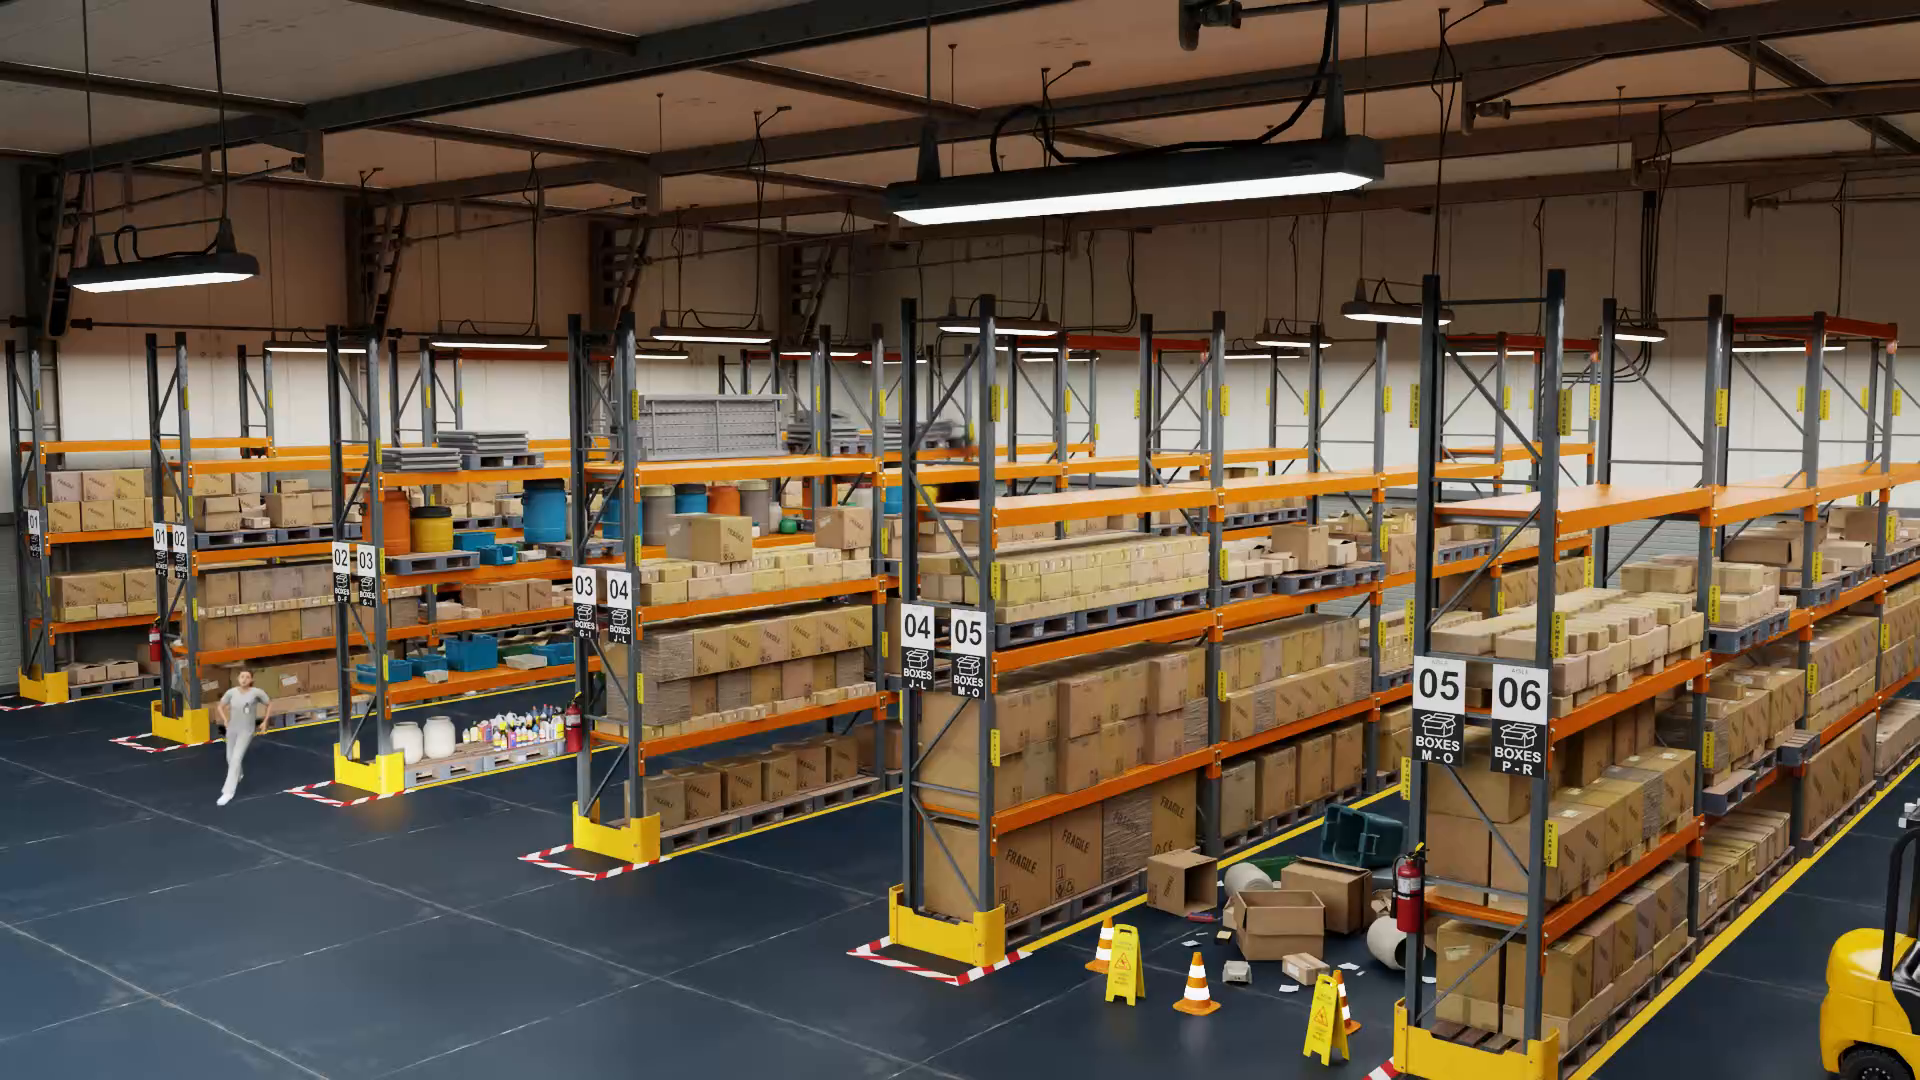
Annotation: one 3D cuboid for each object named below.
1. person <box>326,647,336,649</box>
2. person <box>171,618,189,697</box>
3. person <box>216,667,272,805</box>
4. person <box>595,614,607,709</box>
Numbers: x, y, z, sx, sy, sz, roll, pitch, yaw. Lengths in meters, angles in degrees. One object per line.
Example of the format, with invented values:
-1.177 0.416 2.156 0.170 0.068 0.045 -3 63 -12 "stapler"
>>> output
-10.753 1.788 28.604 0.546 1.725 0.742 4 6 36 "person"
-12.243 2.002 26.307 0.627 1.635 0.513 4 6 35 "person"
-9.096 2.436 21.049 0.647 1.659 0.936 0 5 -2 "person"
-5.828 1.892 26.503 0.645 1.841 0.767 3 6 34 "person"
